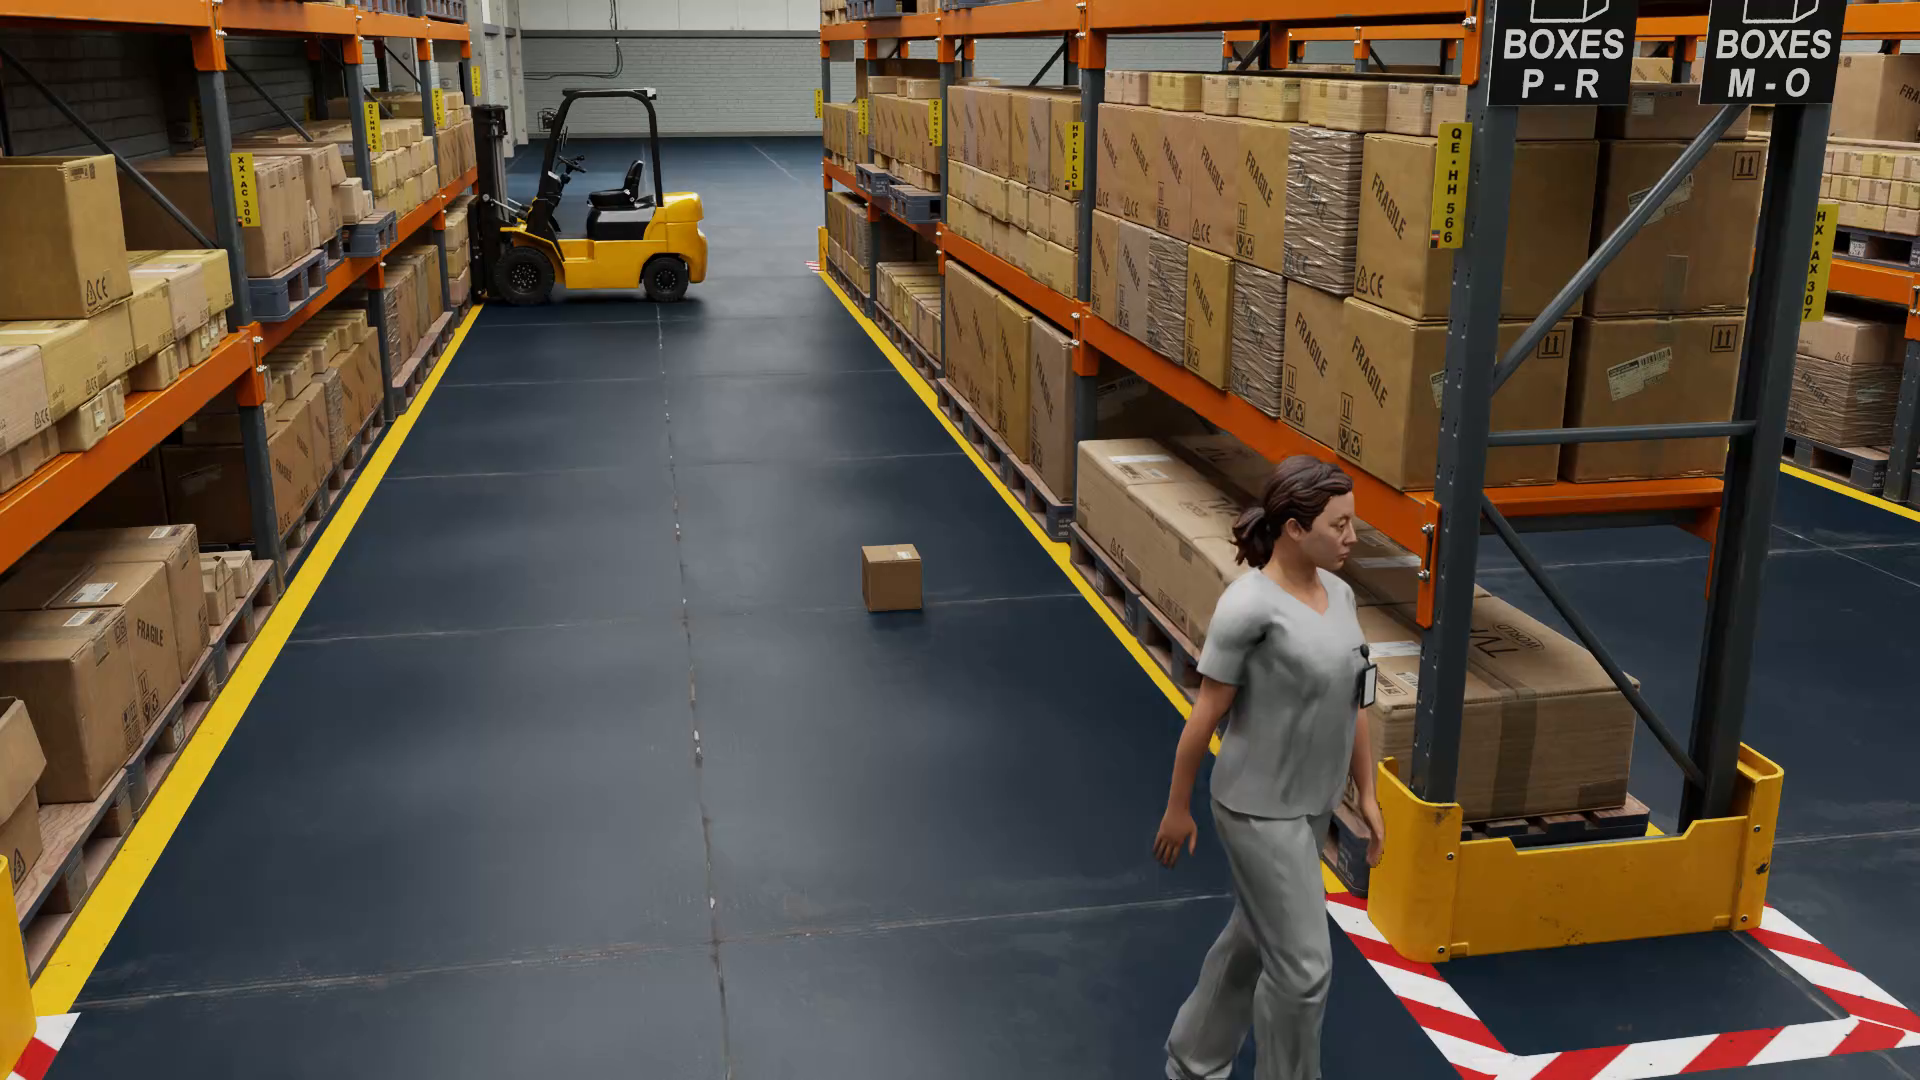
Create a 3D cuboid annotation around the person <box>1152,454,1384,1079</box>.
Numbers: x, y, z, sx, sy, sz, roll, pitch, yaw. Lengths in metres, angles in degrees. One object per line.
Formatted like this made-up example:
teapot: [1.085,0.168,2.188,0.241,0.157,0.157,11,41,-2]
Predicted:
person: [0.768,0.664,3.847,0.529,1.717,0.619,-15,22,-41]
